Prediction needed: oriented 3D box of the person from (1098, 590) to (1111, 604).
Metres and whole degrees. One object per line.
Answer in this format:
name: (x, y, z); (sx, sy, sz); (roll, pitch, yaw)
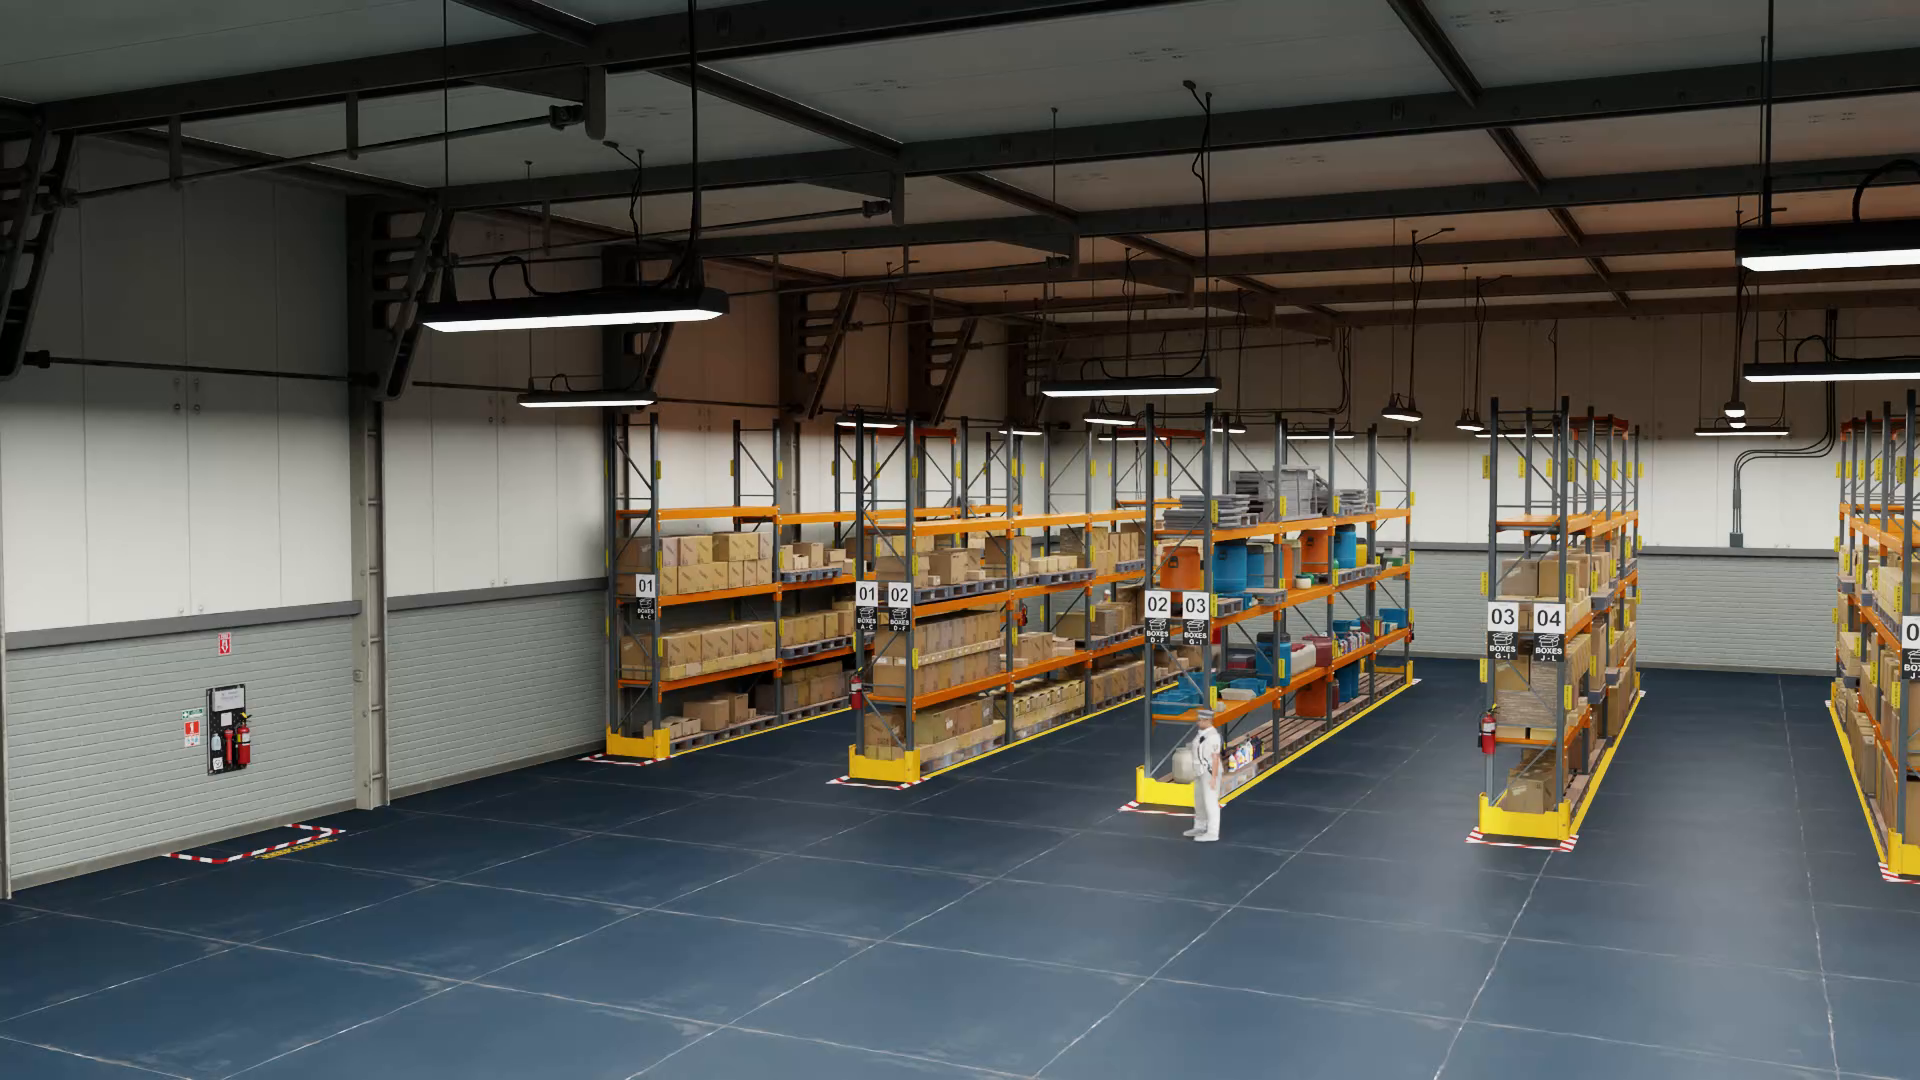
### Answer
person: (3.903, 2.245, 44.648); (0.586, 1.819, 0.398); (0, 2, 11)

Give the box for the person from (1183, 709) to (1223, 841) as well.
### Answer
person: (3.299, 3.170, 22.515); (0.470, 1.752, 0.592); (-1, 2, -14)

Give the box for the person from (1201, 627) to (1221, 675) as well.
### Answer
person: (5.772, 2.588, 37.734); (0.729, 1.795, 0.404); (-2, 3, -41)
